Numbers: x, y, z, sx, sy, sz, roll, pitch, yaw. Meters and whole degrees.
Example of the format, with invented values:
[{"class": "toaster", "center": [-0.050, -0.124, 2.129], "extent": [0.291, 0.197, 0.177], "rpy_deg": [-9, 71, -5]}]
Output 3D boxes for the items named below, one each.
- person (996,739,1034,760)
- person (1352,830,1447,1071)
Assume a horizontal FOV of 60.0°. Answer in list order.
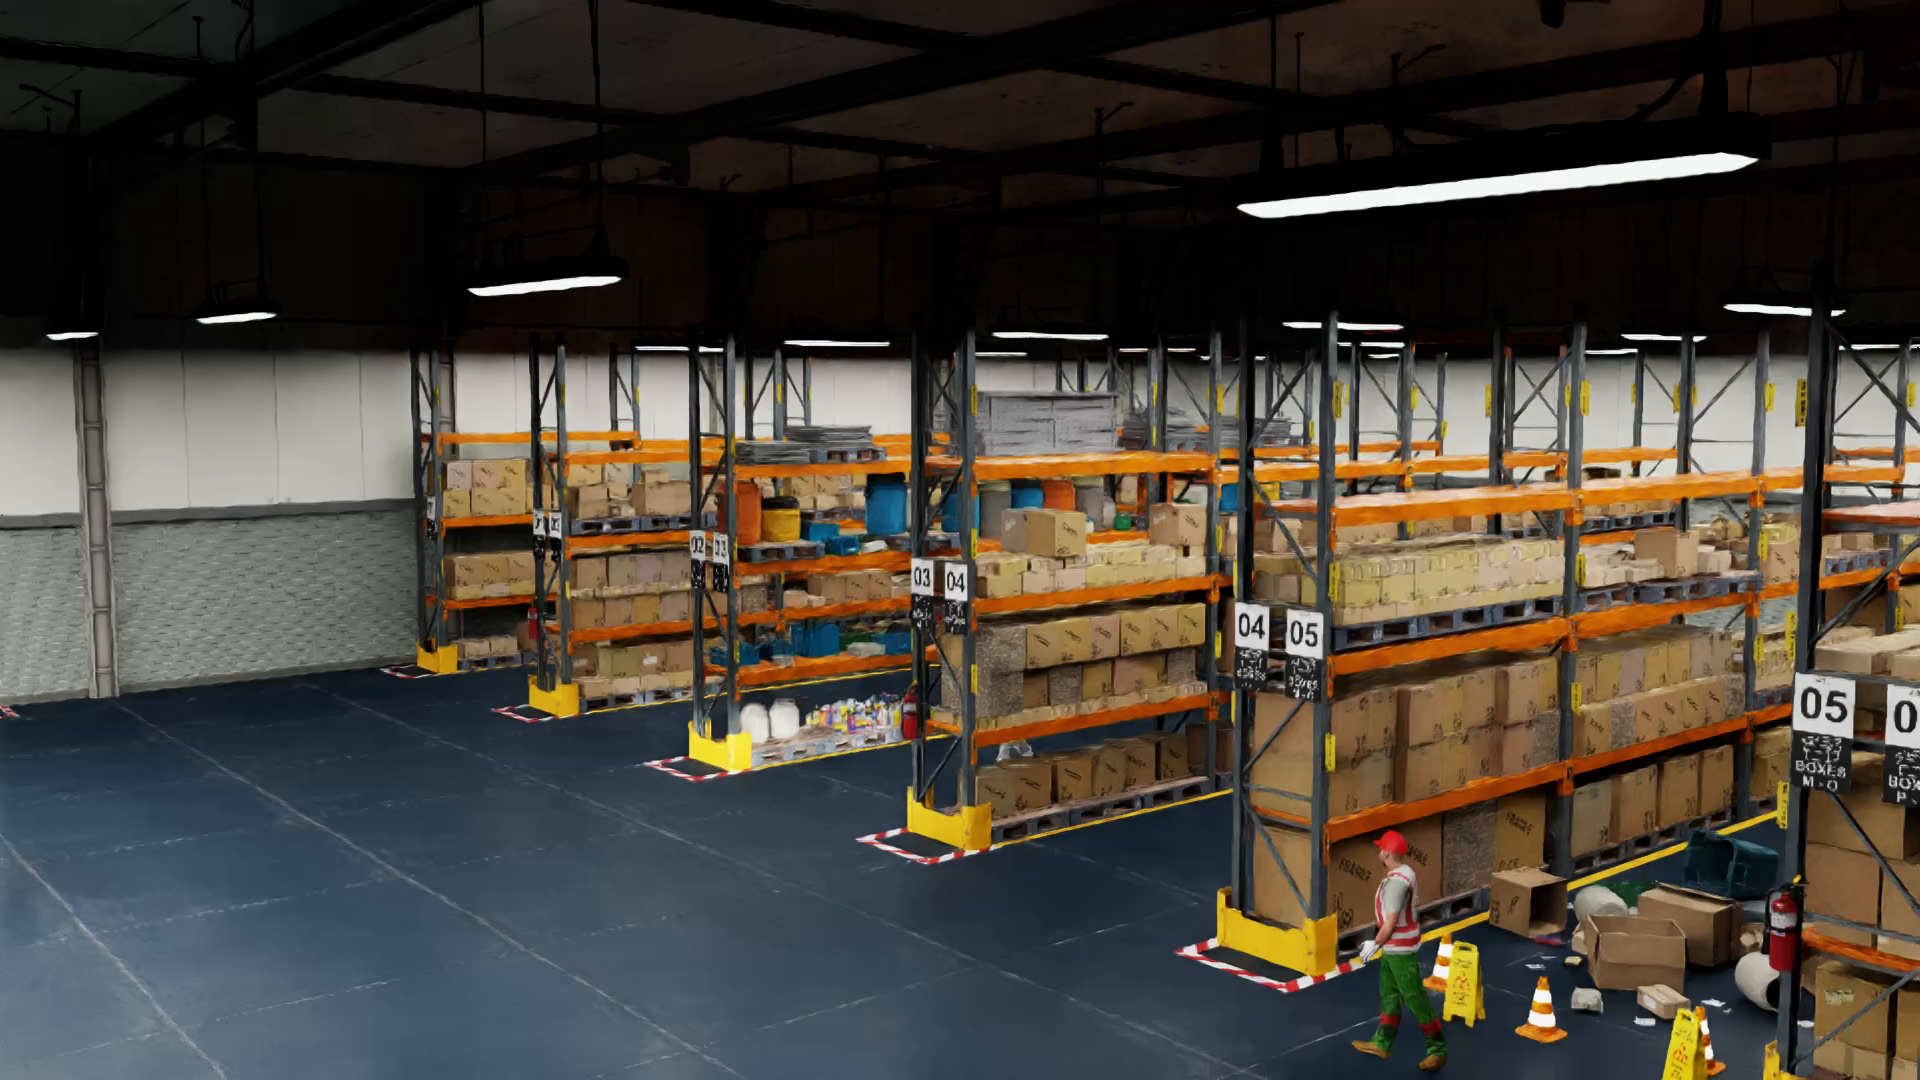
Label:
[{"class": "person", "center": [0.613, 2.298, 21.632], "extent": [1.123, 1.709, 0.553], "rpy_deg": [-4, 7, -37]}, {"class": "person", "center": [3.370, 3.112, 12.695], "extent": [0.714, 1.784, 0.555], "rpy_deg": [2, 6, 17]}]
